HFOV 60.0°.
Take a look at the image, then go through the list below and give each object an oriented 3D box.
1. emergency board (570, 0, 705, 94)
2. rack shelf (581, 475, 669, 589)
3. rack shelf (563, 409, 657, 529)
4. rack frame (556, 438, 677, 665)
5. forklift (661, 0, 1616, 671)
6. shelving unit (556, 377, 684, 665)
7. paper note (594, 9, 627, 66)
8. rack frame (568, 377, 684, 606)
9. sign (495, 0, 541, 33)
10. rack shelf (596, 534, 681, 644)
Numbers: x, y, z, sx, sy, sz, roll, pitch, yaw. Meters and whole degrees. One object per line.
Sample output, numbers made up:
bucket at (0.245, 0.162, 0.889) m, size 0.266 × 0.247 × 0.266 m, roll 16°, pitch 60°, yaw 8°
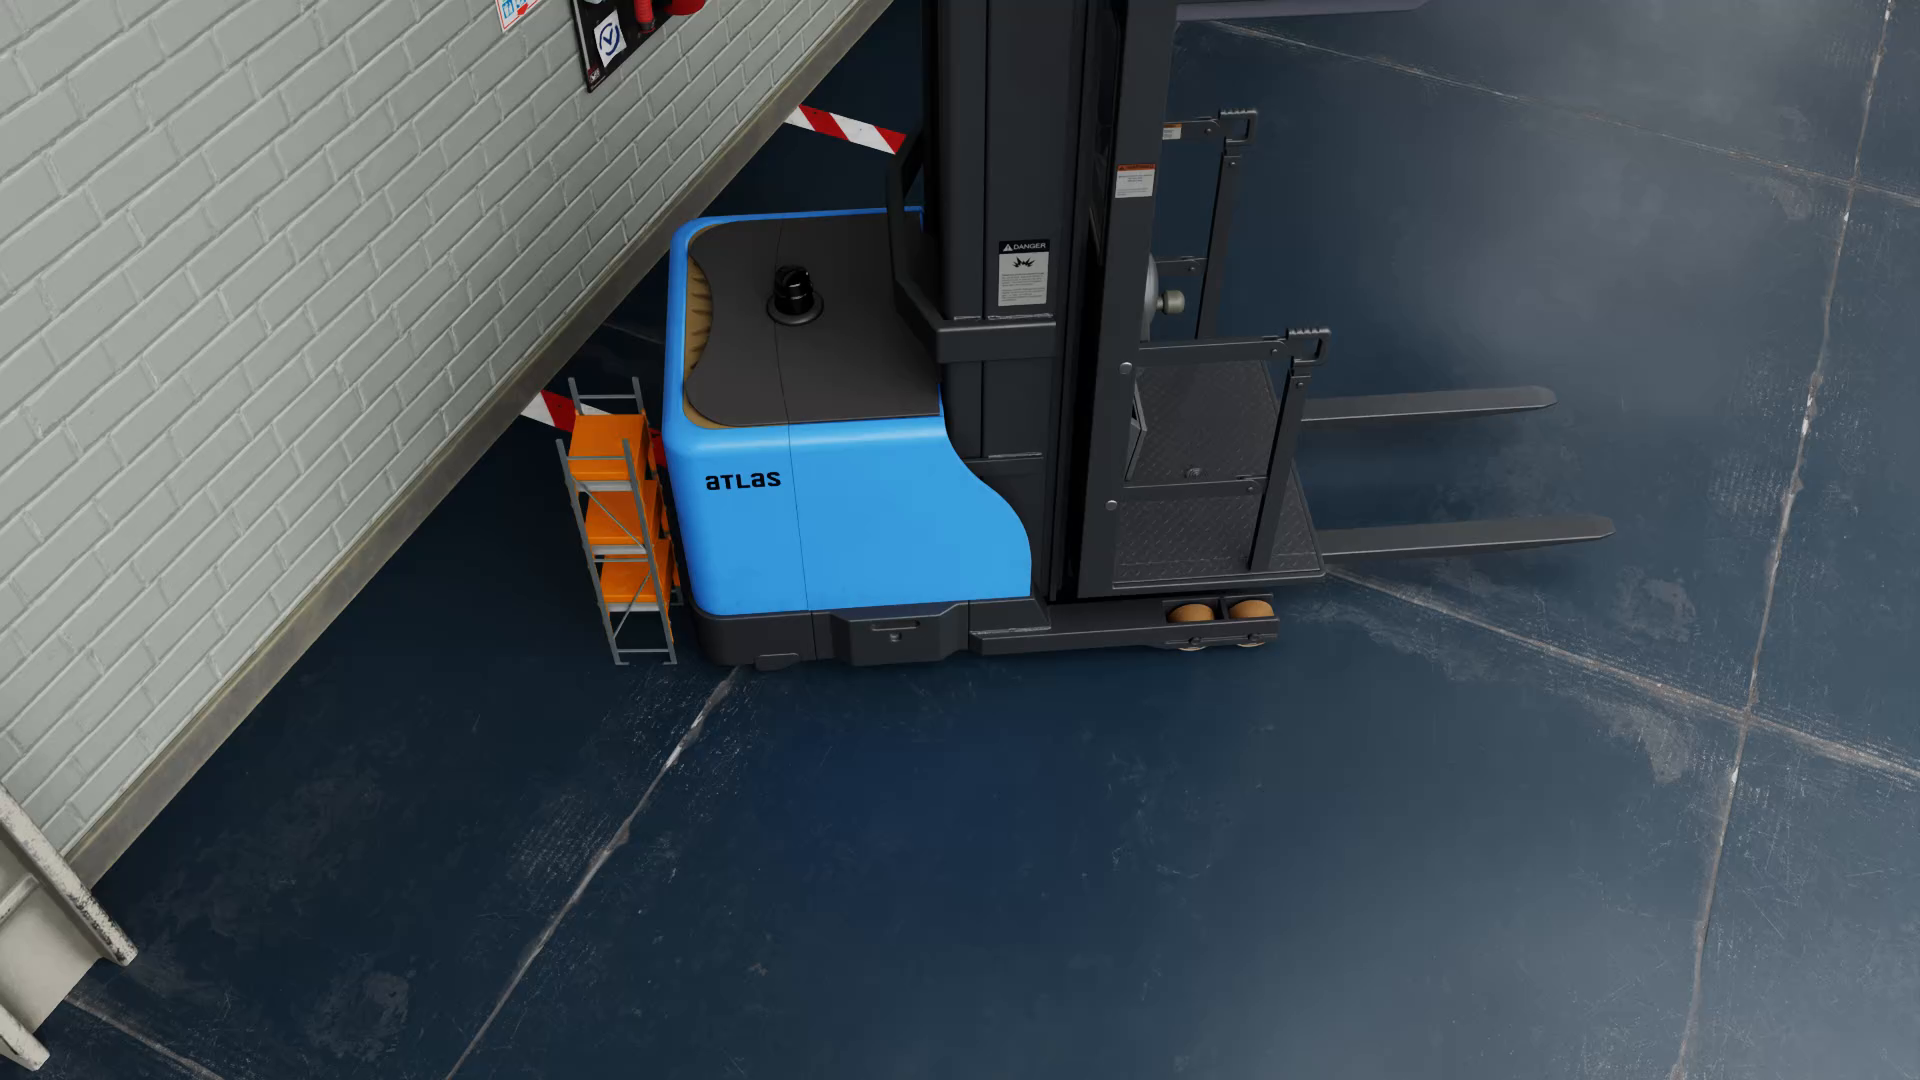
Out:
emergency board at (-1.094, -2.155, 5.614) m, size 0.194 × 1.169 × 0.643 m, roll 20°, pitch 52°, yaw 16°
rack shelf at (-1.022, -0.023, 5.095) m, size 0.215 × 0.259 × 0.240 m, roll -1°, pitch 50°, yaw -1°
rack shelf at (-1.022, -0.207, 4.878) m, size 0.215 × 0.259 × 0.240 m, roll -1°, pitch 50°, yaw -1°
rack frame at (-1.020, 0.063, 5.007) m, size 0.200 × 1.050 × 0.008 m, roll -1°, pitch 50°, yaw -1°
forklift at (0.628, -0.989, 4.667) m, size 3.031 × 2.935 × 1.130 m, roll -4°, pitch 50°, yaw -3°
shelving unit at (-1.022, -0.030, 5.086) m, size 0.215 × 1.050 × 0.252 m, roll -1°, pitch 50°, yaw -1°
paper note at (-1.232, -1.770, 5.865) m, size 0.016 × 0.148 × 0.142 m, roll 20°, pitch 52°, yaw 16°
rack frame at (-1.023, -0.123, 5.166) m, size 0.200 × 1.050 × 0.008 m, roll -1°, pitch 50°, yaw -1°
sign at (-1.424, -1.819, 5.305) m, size 0.001 × 0.329 × 0.234 m, roll 20°, pitch 52°, yaw 16°
rack shelf at (-1.022, 0.157, 5.306) m, size 0.215 × 0.259 × 0.240 m, roll -1°, pitch 50°, yaw -1°
